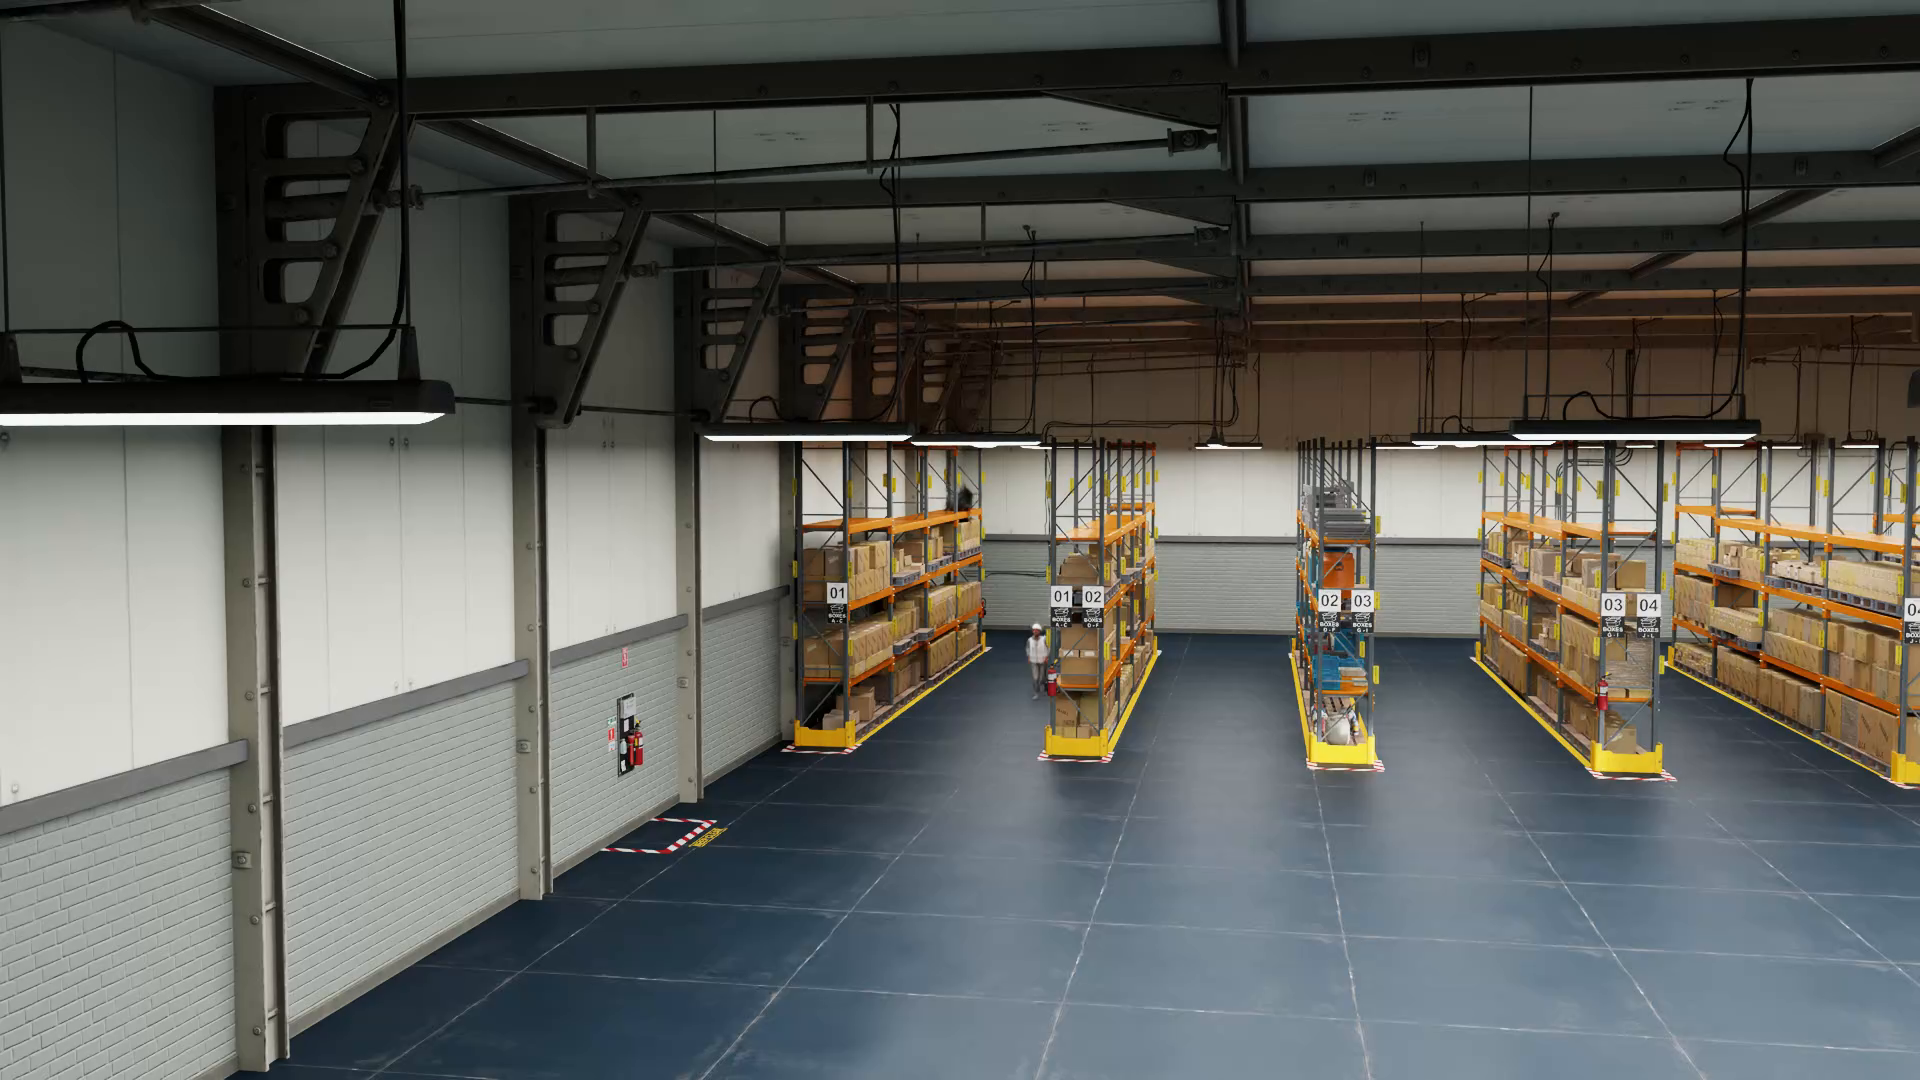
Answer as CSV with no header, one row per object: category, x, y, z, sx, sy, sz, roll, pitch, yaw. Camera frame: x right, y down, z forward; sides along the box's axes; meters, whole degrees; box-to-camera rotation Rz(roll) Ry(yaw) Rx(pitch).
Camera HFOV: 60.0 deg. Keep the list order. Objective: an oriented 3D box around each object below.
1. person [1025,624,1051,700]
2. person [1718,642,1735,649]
person,1.841,2.819,38.606,0.668,1.756,0.631,1,3,15
person,20.875,2.503,45.486,0.782,1.660,0.690,-2,4,-33
